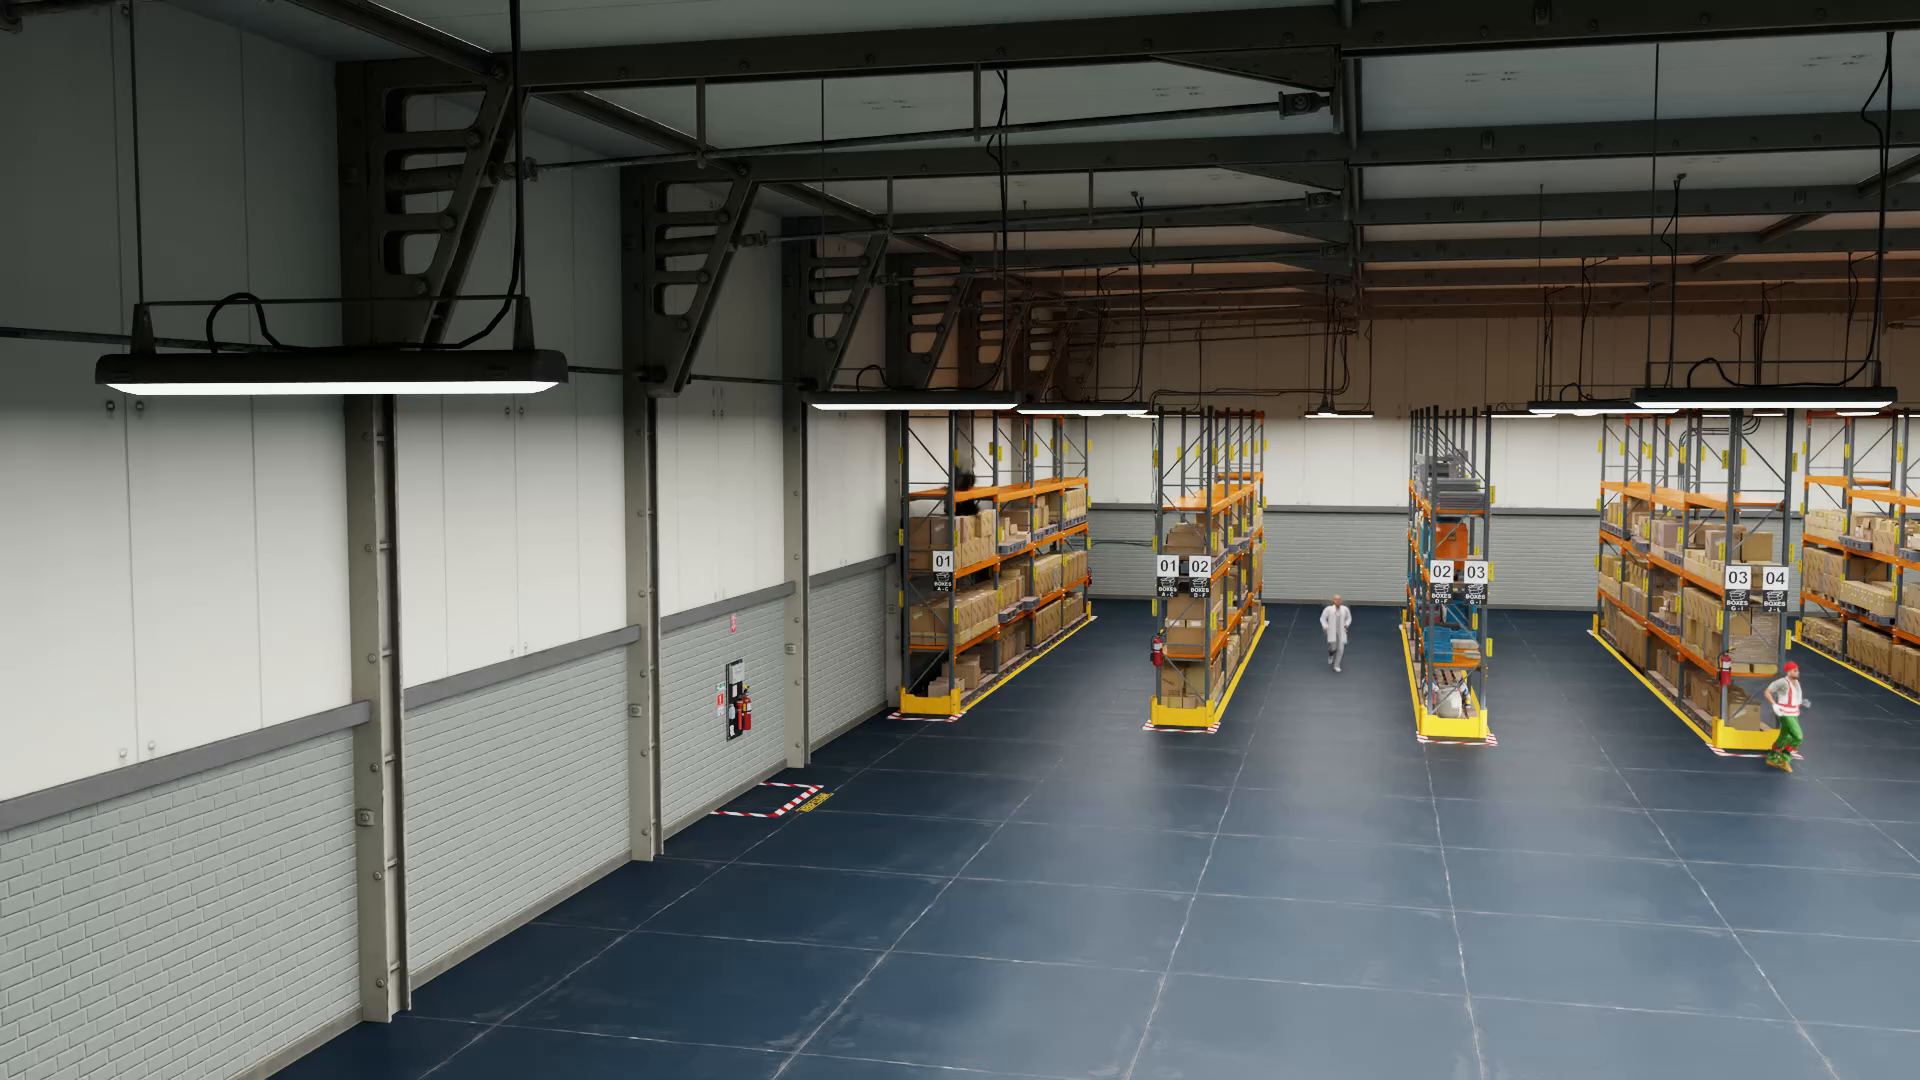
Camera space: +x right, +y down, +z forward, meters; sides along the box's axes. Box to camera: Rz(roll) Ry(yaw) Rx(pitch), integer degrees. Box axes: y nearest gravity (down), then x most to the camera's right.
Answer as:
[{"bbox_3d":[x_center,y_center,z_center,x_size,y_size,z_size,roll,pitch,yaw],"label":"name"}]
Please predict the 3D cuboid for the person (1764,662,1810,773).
[{"bbox_3d":[13.524,2.890,27.163,0.647,1.805,0.677,-3,5,-36],"label":"person"}]

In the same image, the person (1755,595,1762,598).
[{"bbox_3d":[20.855,1.874,44.048,0.475,1.420,0.634,-3,5,-35],"label":"person"}]

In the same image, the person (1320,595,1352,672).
[{"bbox_3d":[8.642,2.130,38.152,0.709,1.737,0.640,0,4,2],"label":"person"}]
